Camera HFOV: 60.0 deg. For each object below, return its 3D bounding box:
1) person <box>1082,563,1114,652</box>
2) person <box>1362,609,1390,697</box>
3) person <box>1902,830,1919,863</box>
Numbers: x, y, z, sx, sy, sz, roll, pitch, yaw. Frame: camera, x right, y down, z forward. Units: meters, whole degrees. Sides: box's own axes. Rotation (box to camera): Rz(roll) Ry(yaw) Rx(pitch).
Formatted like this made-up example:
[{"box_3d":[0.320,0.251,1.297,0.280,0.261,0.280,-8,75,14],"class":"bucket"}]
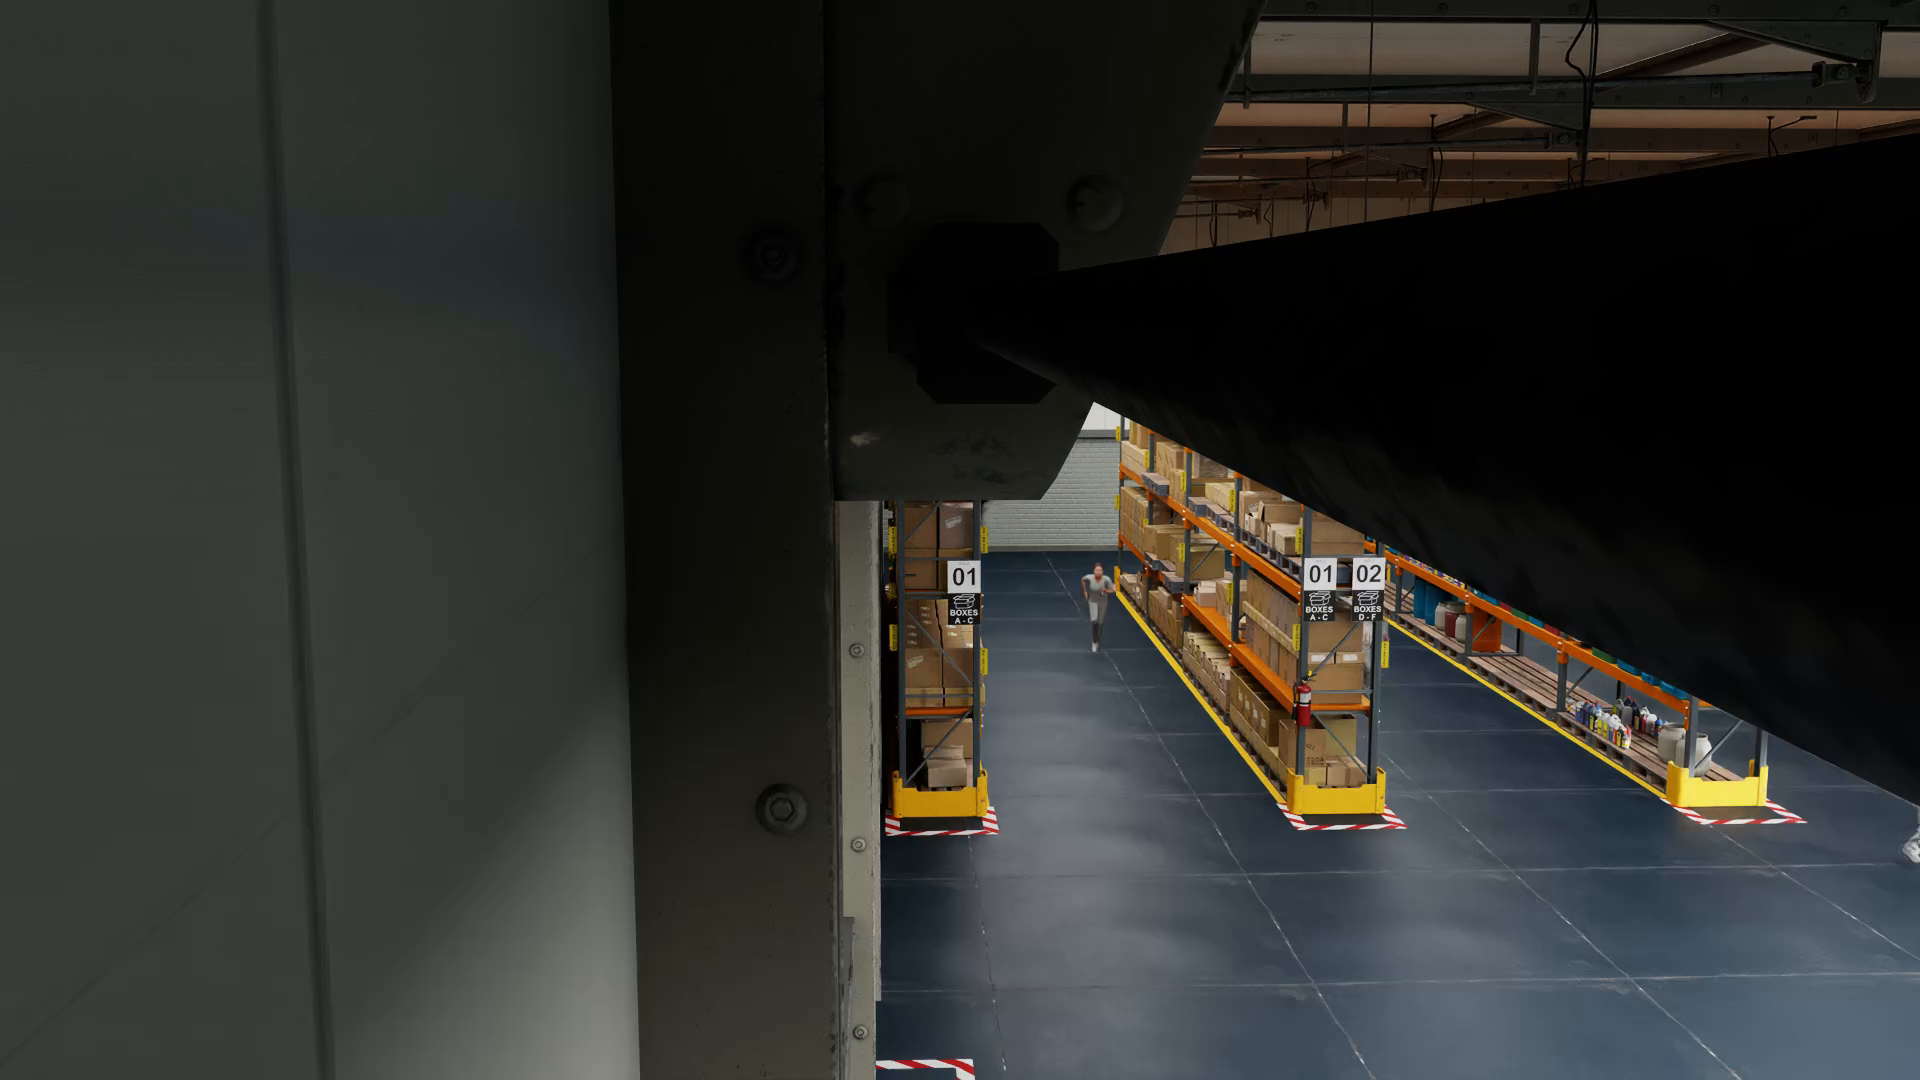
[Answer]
[{"box_3d":[2.482,1.195,30.104,0.546,1.623,0.893,0,8,-1],"class":"person"},{"box_3d":[6.604,1.642,26.775,0.661,1.731,0.585,-1,8,-7],"class":"person"},{"box_3d":[11.077,2.894,18.429,1.025,1.724,0.729,7,11,39],"class":"person"}]
